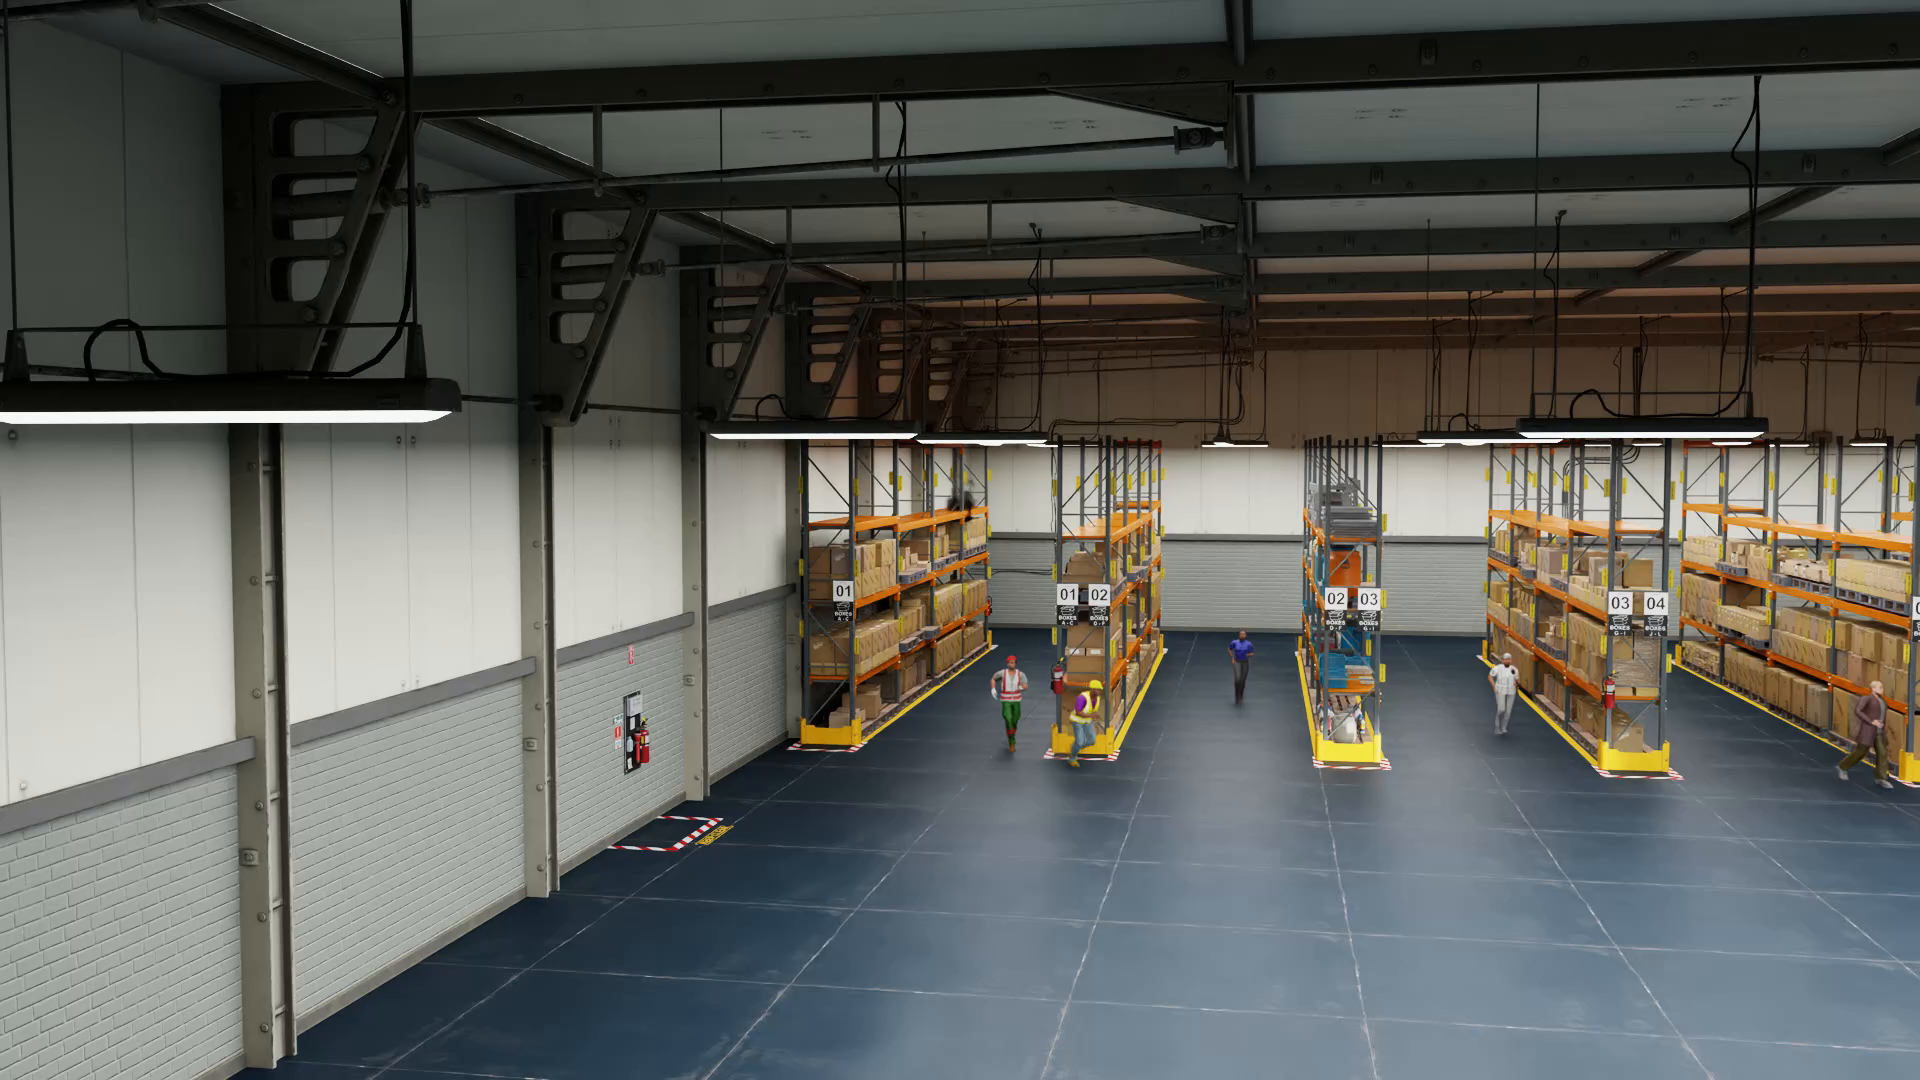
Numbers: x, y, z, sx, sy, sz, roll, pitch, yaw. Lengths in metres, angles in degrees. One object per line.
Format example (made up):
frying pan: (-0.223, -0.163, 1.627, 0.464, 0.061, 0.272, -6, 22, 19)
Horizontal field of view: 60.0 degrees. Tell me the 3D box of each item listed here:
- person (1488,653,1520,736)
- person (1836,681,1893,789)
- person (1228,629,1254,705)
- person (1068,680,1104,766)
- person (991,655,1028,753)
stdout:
person: (10.937, 3.101, 33.349, 0.573, 1.669, 0.662, 0, 3, 2)
person: (15.628, 3.291, 28.425, 0.766, 1.754, 1.045, -1, 3, -20)
person: (6.361, 2.875, 37.592, 0.555, 1.716, 0.755, 0, 3, -1)
person: (2.309, 3.300, 29.994, 0.732, 1.606, 0.832, -3, 4, -43)
person: (0.980, 3.107, 31.812, 0.671, 1.792, 0.978, -1, 3, -12)
